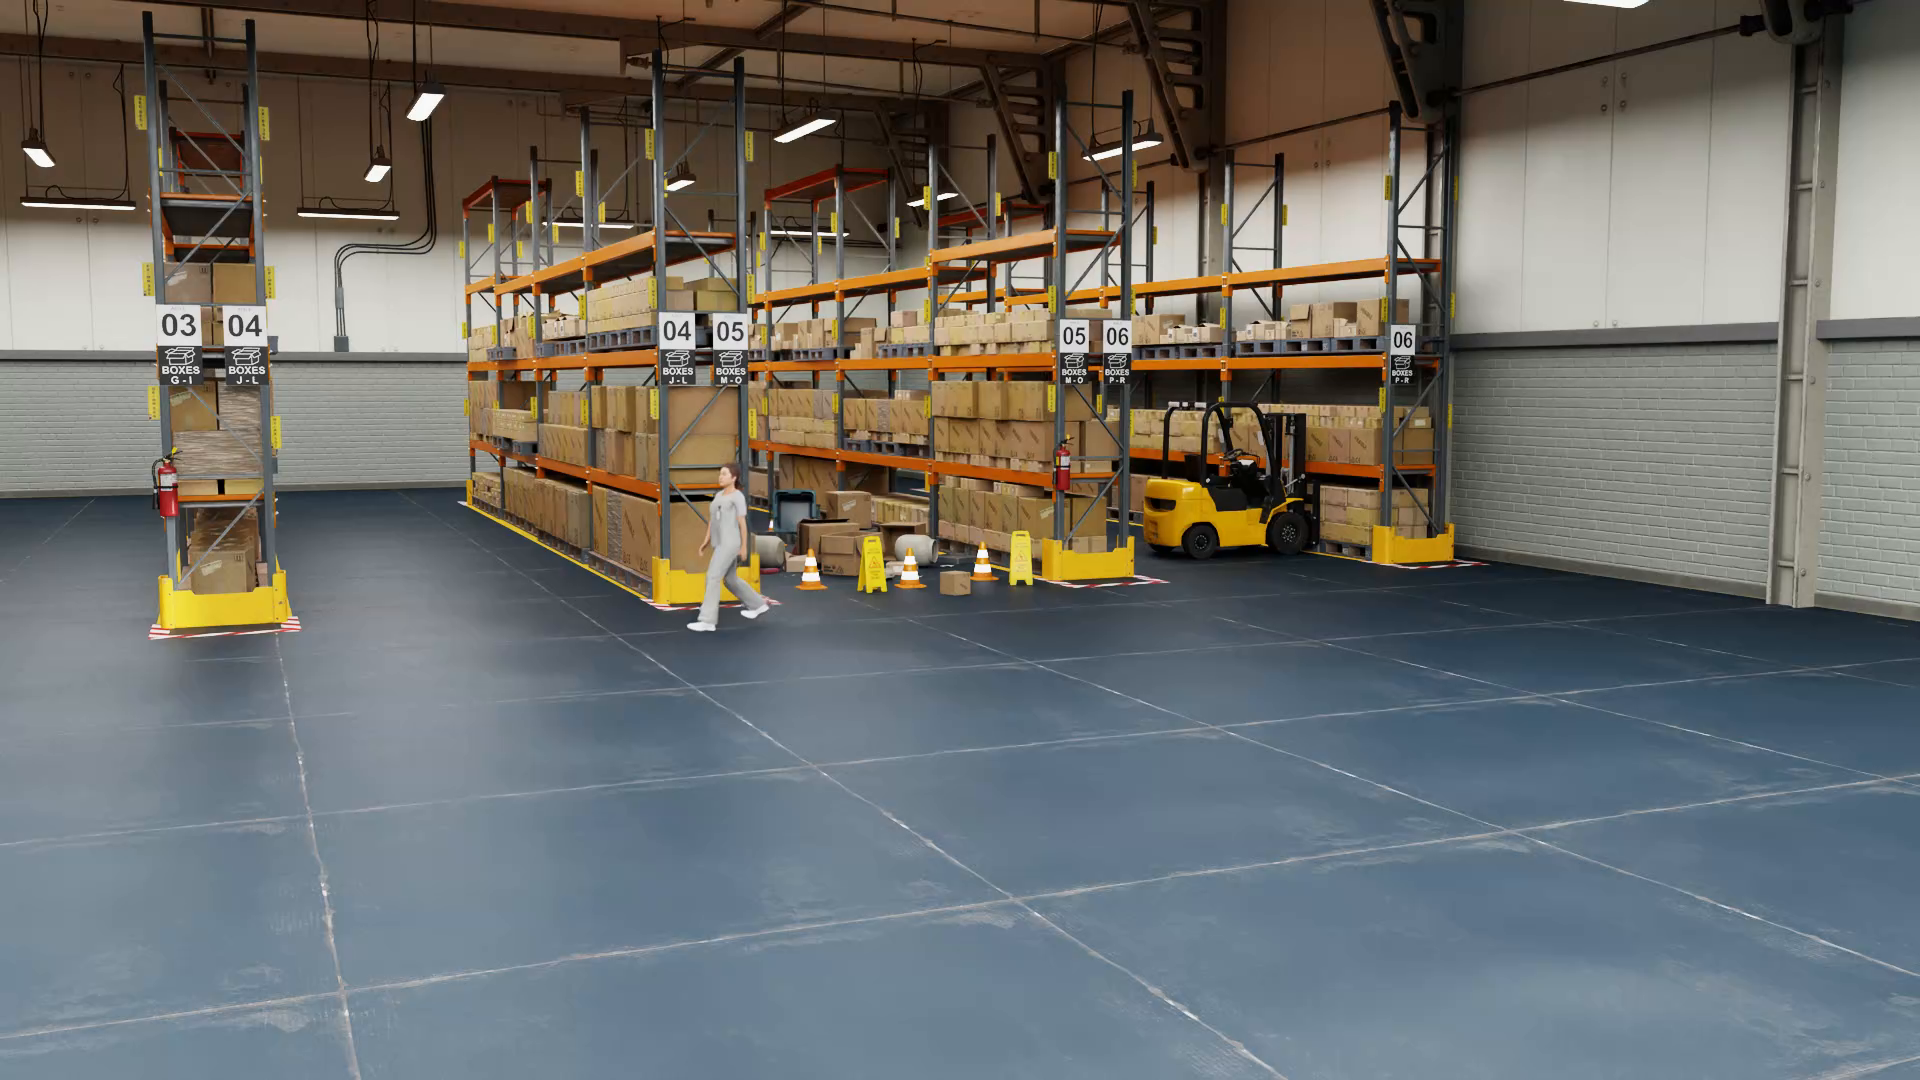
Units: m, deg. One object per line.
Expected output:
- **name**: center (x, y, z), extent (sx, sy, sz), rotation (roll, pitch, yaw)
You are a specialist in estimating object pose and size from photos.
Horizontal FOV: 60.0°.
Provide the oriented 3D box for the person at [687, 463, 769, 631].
- **person**: center (-2.302, 0.054, 16.399), extent (0.983, 1.626, 0.446), rotation (-4, 7, -38)
